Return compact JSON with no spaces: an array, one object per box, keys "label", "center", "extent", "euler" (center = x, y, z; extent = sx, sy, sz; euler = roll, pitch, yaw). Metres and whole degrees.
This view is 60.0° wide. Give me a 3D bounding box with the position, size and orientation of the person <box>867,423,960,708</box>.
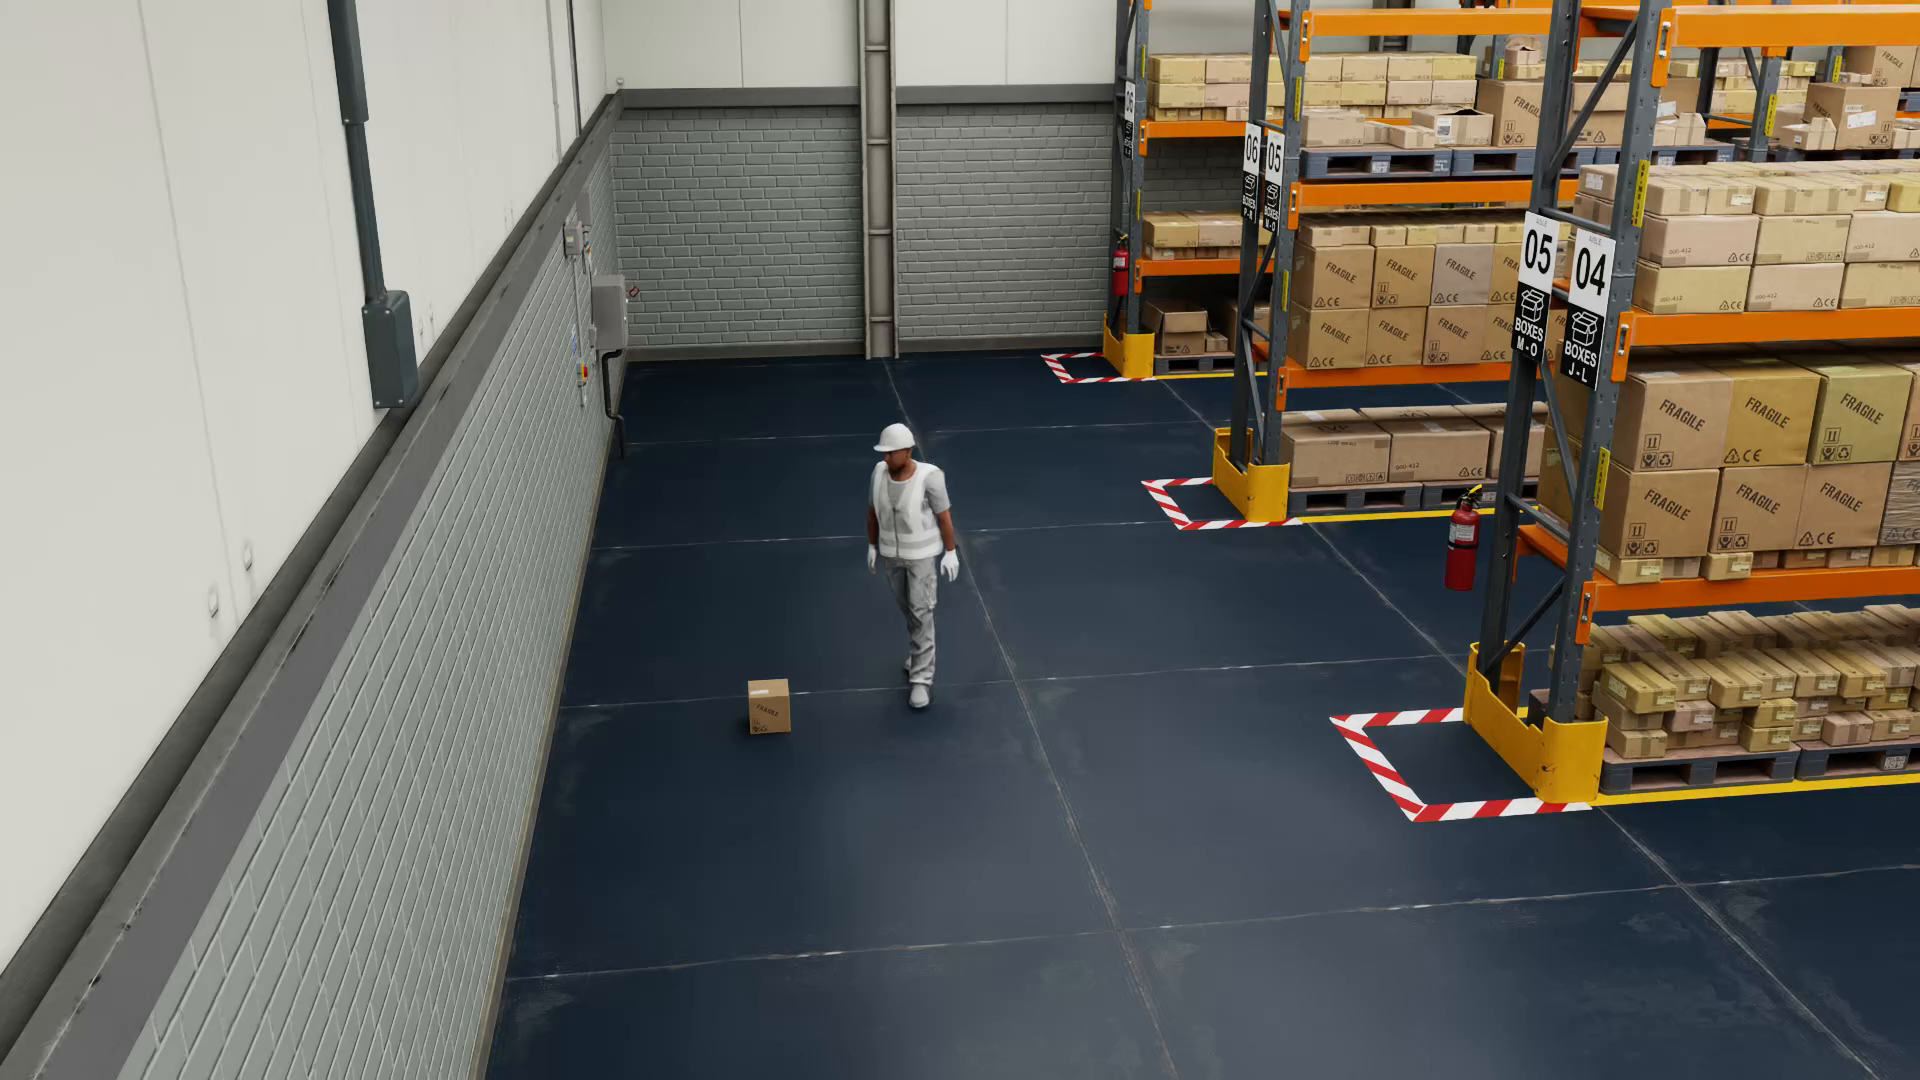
[{"label":"person","center":[-0.337,0.099,10.733],"extent":[0.643,1.753,0.767],"euler":[11,23,28]}]
